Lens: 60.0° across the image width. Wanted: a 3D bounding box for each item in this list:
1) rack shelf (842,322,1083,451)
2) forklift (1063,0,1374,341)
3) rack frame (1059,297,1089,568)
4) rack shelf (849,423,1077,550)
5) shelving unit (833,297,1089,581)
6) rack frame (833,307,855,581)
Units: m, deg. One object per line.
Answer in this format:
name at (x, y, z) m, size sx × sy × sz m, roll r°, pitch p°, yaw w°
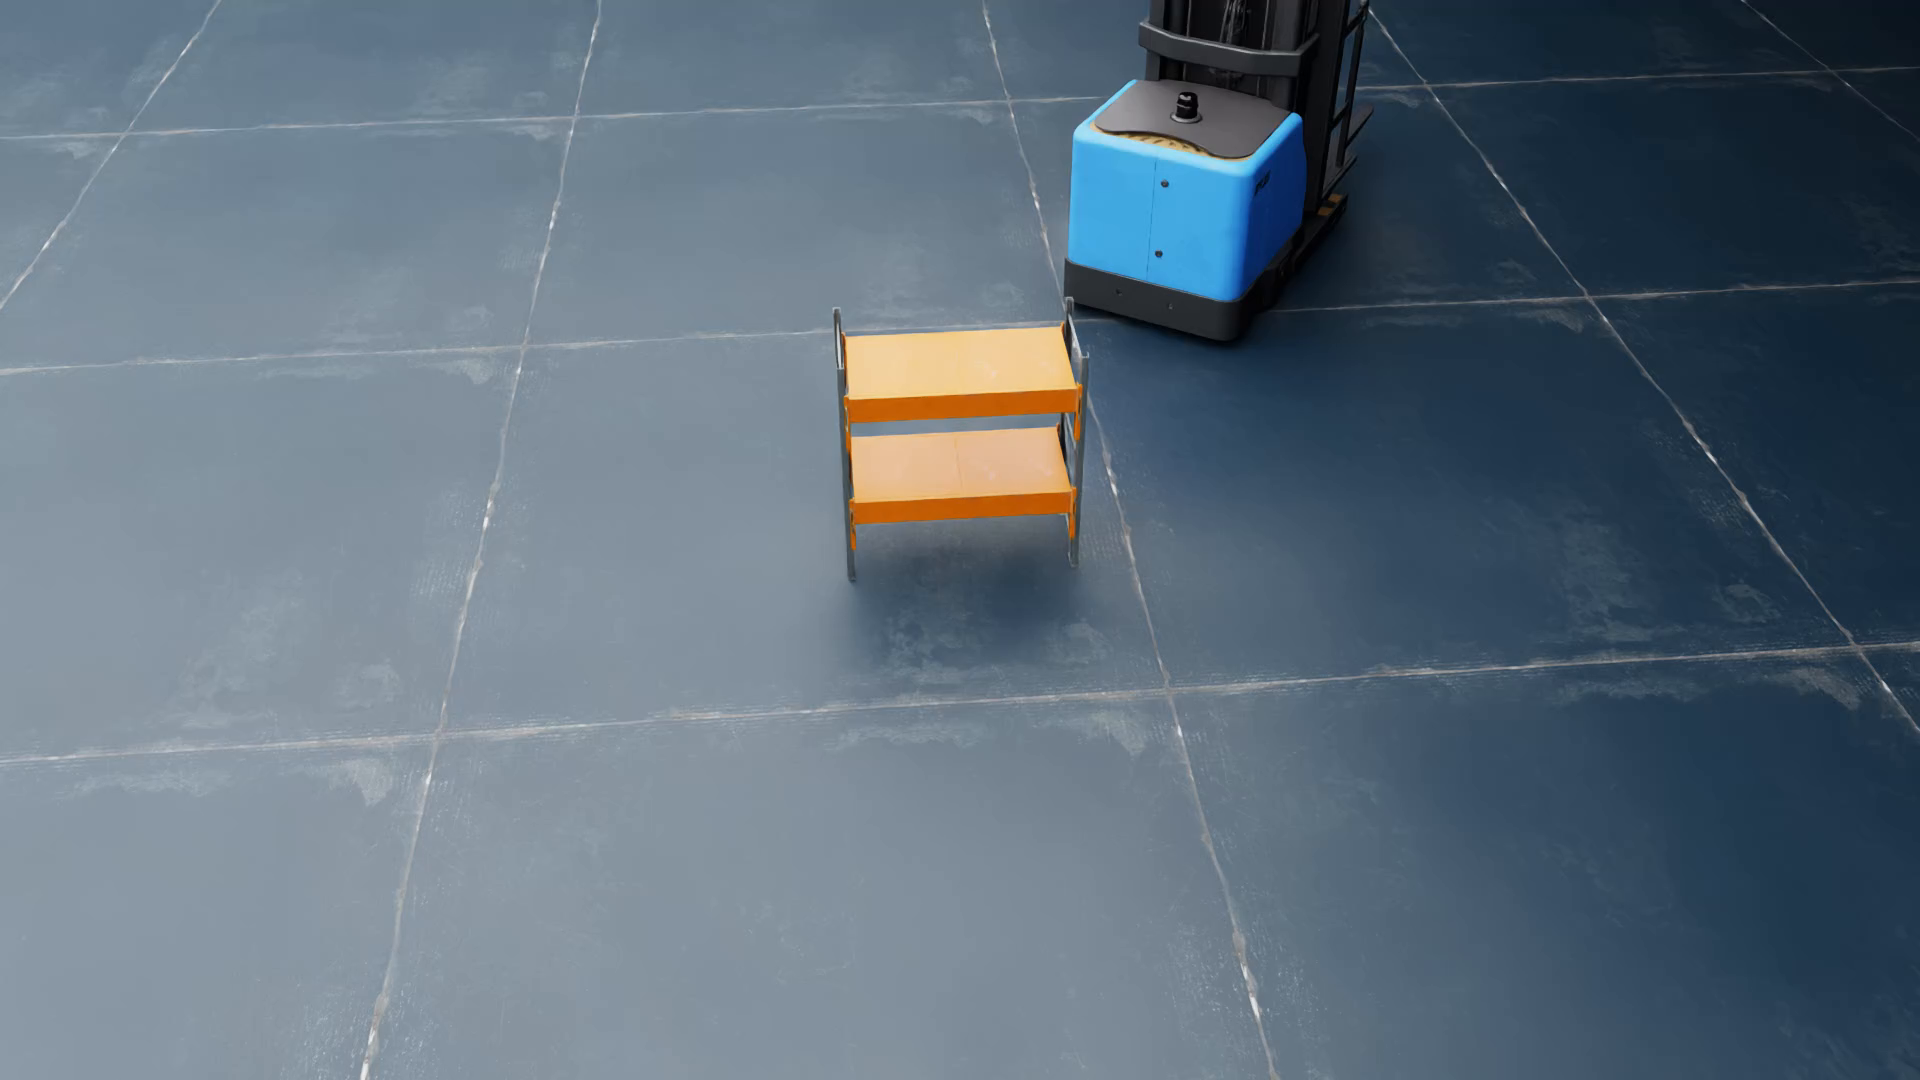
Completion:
rack shelf at (-0.007, -0.671, 7.220) m, size 1.000 × 0.278 × 0.538 m, roll -3°, pitch 38°, yaw -4°
forklift at (1.729, -3.128, 9.348) m, size 1.130 × 2.935 × 3.031 m, roll 19°, pitch 42°, yaw 22°
rack frame at (0.500, -0.469, 7.436) m, size 0.032 × 1.125 × 0.500 m, roll -3°, pitch 38°, yaw -4°
rack shelf at (-0.007, -0.249, 7.553) m, size 1.000 × 0.278 × 0.538 m, roll -3°, pitch 38°, yaw -4°
shelving unit at (-0.007, -0.441, 7.401) m, size 1.048 × 1.125 × 0.538 m, roll -3°, pitch 38°, yaw -4°
rack frame at (-0.513, -0.413, 7.366) m, size 0.032 × 1.125 × 0.500 m, roll -3°, pitch 38°, yaw -4°
